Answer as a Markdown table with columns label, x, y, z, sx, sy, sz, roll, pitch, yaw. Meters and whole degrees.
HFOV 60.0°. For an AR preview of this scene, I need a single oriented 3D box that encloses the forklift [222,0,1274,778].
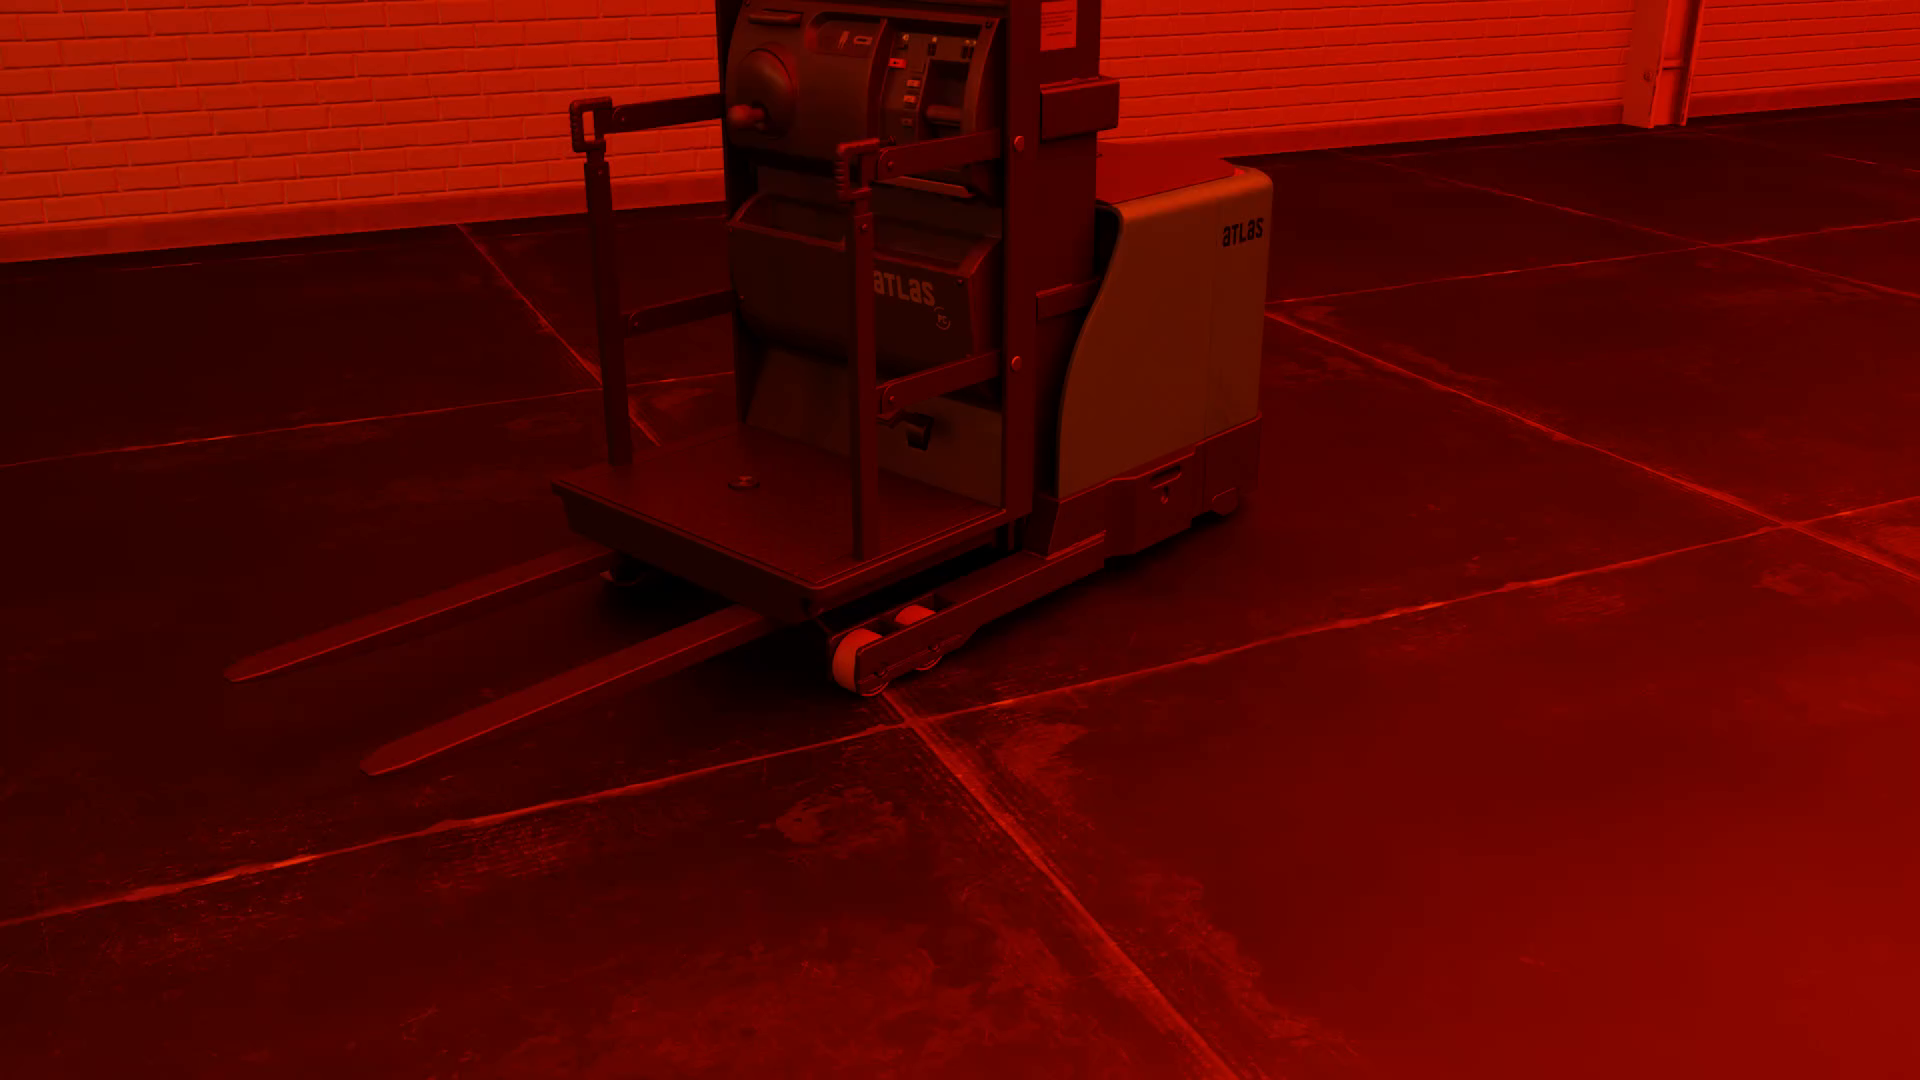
| label | x | y | z | sx | sy | sz | roll | pitch | yaw |
| --- | --- | --- | --- | --- | --- | --- | --- | --- | --- |
| forklift | -0.413 | -1.182 | 4.131 | 1.130 | 2.935 | 3.031 | 19 | 29 | 39 |
